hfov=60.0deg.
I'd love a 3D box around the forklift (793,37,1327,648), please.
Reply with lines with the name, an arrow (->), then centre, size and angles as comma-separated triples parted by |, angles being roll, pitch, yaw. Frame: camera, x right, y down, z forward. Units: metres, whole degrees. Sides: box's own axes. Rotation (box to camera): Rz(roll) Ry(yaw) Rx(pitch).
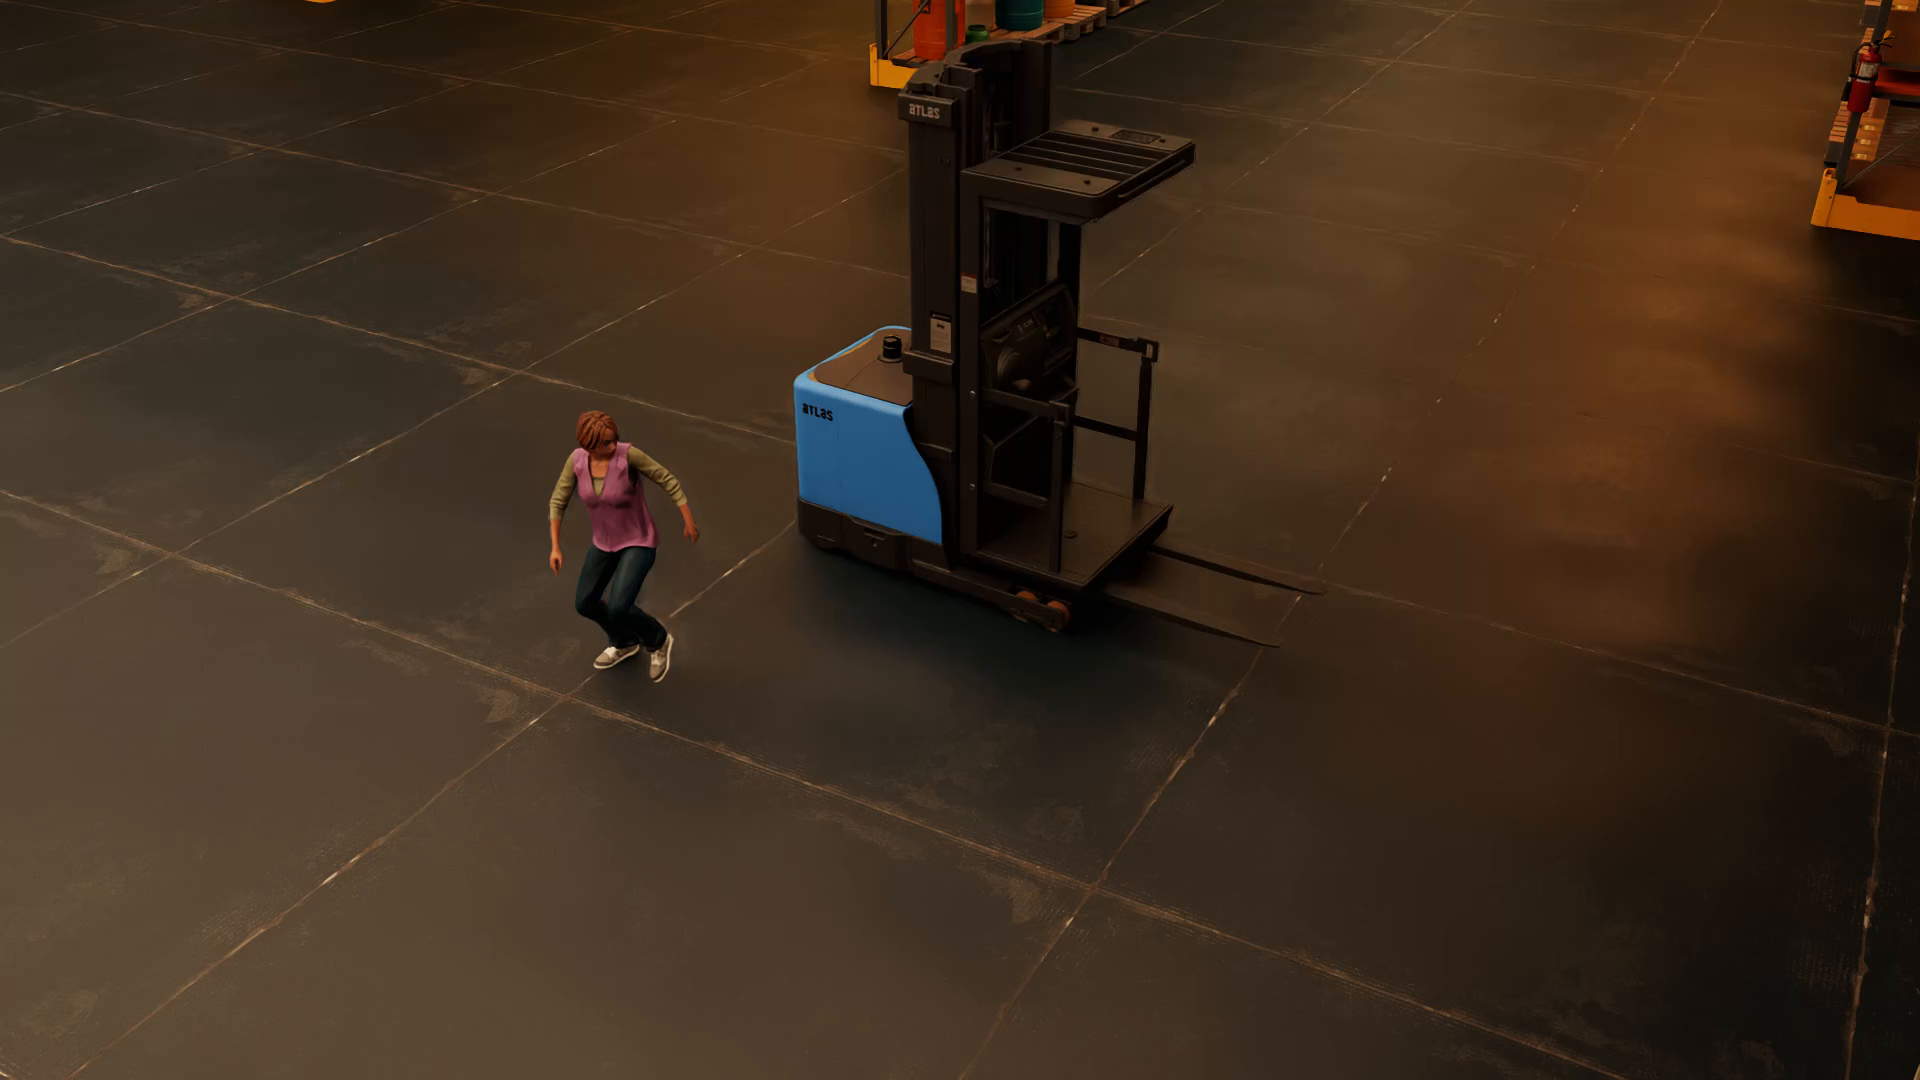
forklift -> 0.552, -1.069, 8.923 | 3.031, 2.935, 1.130 | 18, 34, 28

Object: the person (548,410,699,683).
person -> -1.743, 0.039, 8.435 | 0.648, 1.512, 0.580 | 14, 33, 22
